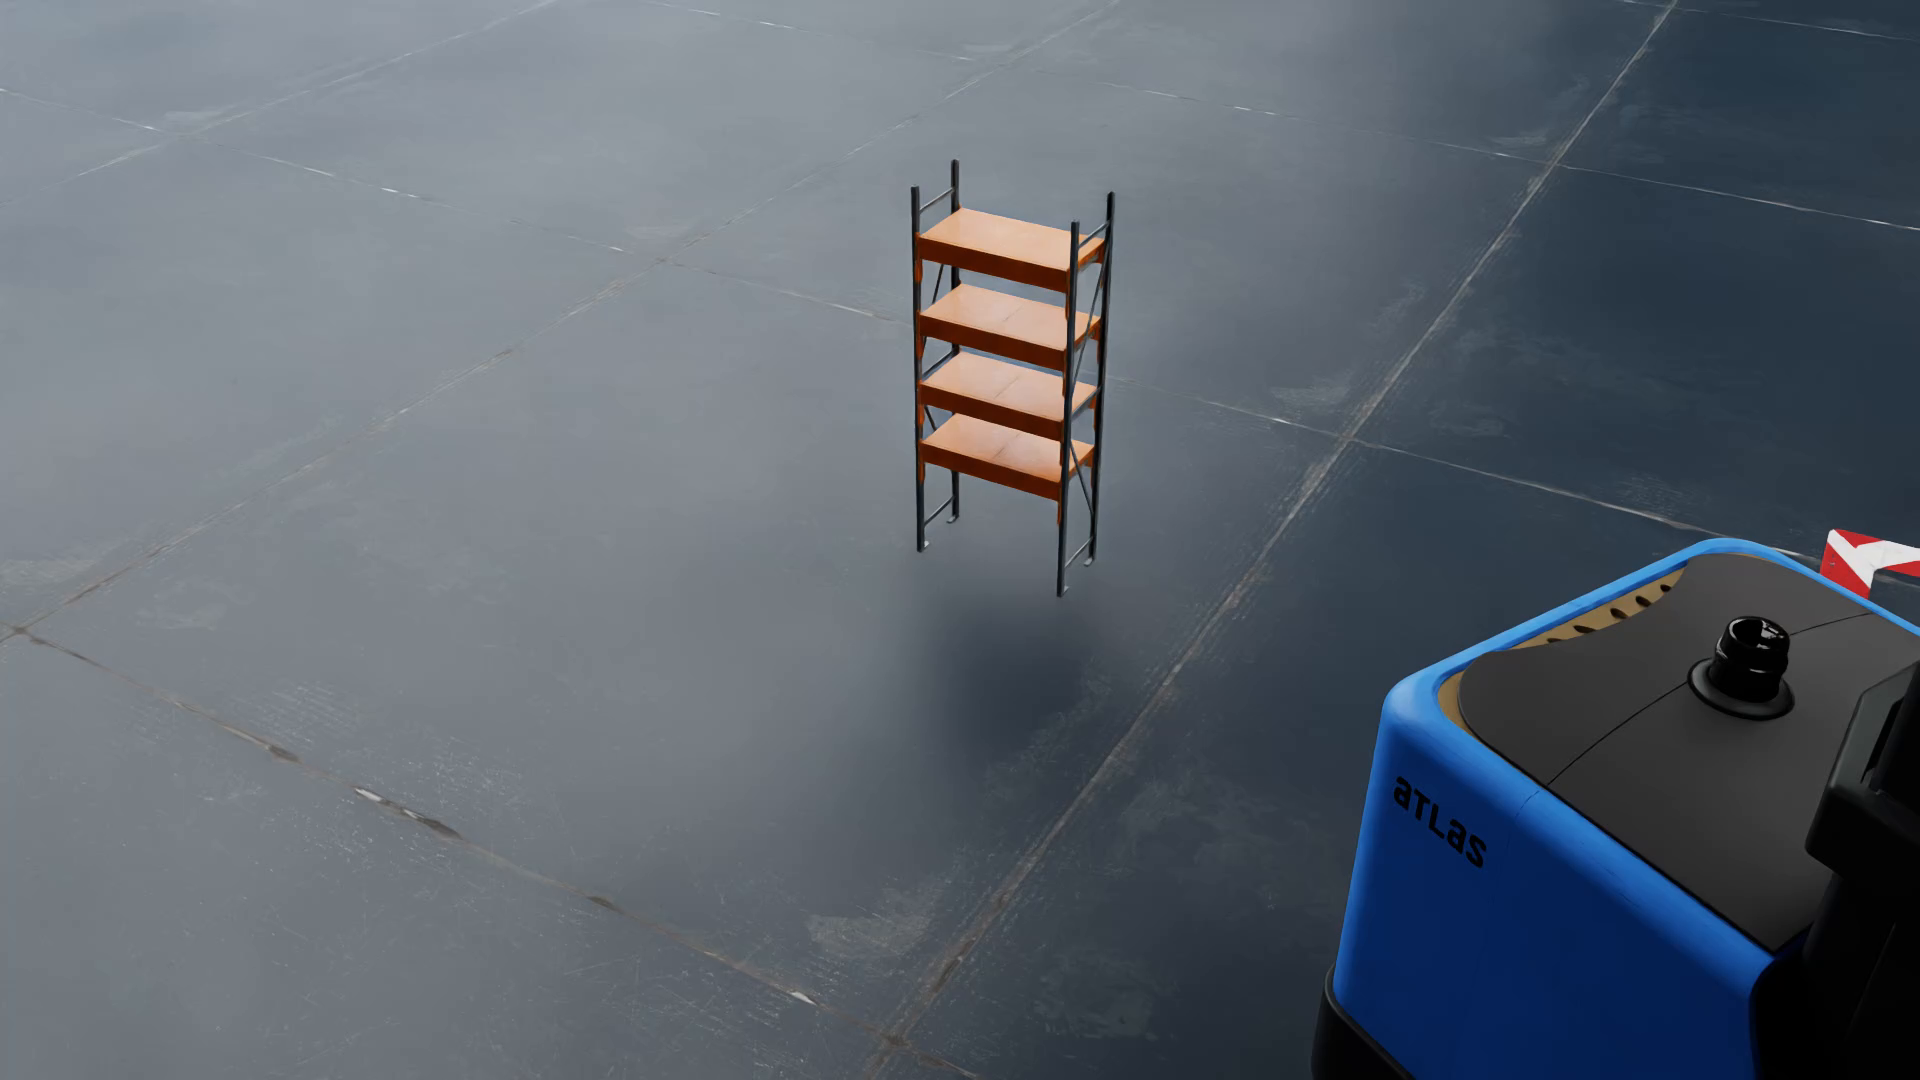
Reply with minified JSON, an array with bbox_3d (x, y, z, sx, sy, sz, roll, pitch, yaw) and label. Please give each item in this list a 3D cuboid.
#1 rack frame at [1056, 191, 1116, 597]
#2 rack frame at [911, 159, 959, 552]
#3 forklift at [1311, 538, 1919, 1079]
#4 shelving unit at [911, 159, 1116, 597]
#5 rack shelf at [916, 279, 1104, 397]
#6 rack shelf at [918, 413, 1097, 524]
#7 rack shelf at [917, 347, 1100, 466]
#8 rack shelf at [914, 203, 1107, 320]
[{"bbox_3d":[0.356,-0.387,4.748,0.015,1.200,0.240,18,37,24],"label":"rack frame"},{"bbox_3d":[-0.068,-0.521,4.950,0.015,1.200,0.240,18,37,24],"label":"rack frame"},{"bbox_3d":[1.945,0.479,1.886,1.130,2.935,3.031,-19,38,-26],"label":"forklift"},{"bbox_3d":[0.144,-0.454,4.849,0.503,1.200,0.258,18,37,24],"label":"shelving unit"},{"bbox_3d":[0.144,-0.584,4.762,0.480,0.148,0.258,18,37,24],"label":"rack shelf"},{"bbox_3d":[0.144,-0.233,4.996,0.480,0.148,0.258,18,37,24],"label":"rack shelf"},{"bbox_3d":[0.144,-0.398,4.886,0.480,0.148,0.258,18,37,24],"label":"rack shelf"},{"bbox_3d":[0.144,-0.781,4.631,0.480,0.148,0.258,18,37,24],"label":"rack shelf"}]
